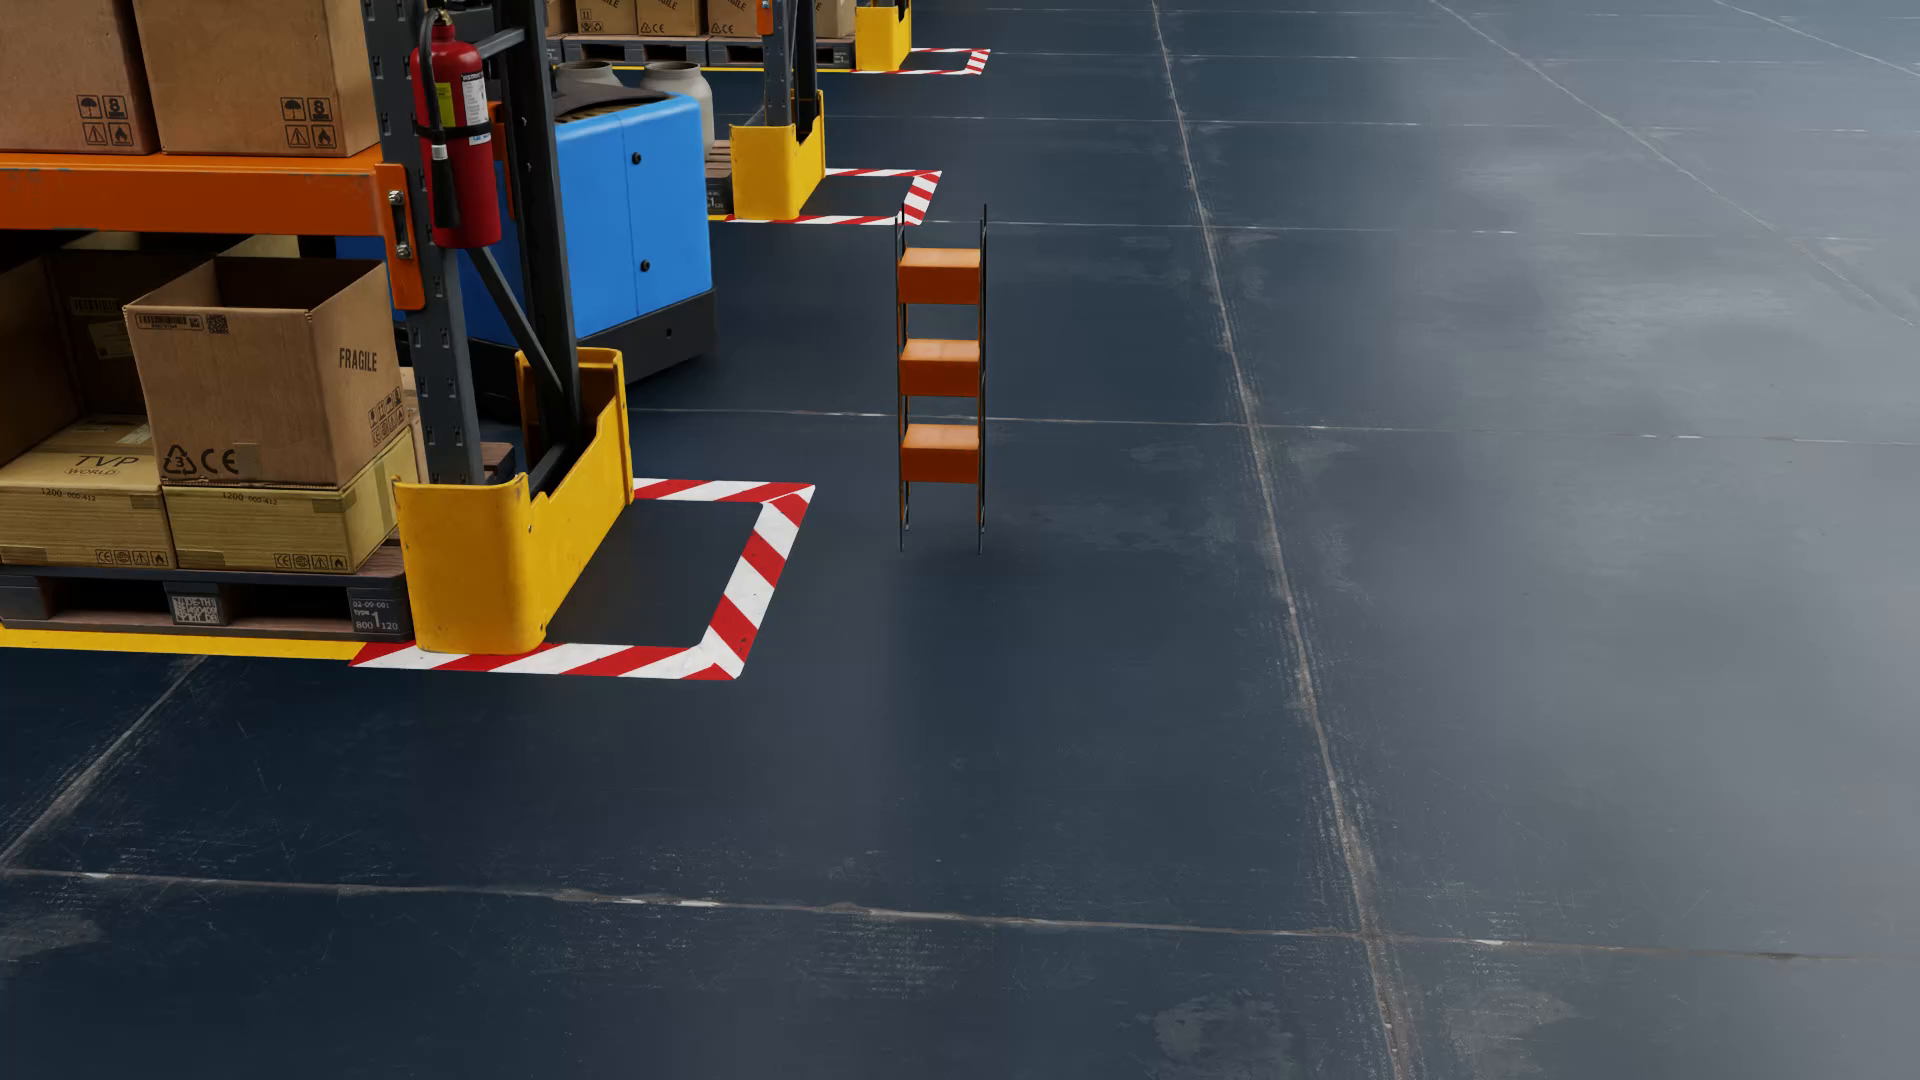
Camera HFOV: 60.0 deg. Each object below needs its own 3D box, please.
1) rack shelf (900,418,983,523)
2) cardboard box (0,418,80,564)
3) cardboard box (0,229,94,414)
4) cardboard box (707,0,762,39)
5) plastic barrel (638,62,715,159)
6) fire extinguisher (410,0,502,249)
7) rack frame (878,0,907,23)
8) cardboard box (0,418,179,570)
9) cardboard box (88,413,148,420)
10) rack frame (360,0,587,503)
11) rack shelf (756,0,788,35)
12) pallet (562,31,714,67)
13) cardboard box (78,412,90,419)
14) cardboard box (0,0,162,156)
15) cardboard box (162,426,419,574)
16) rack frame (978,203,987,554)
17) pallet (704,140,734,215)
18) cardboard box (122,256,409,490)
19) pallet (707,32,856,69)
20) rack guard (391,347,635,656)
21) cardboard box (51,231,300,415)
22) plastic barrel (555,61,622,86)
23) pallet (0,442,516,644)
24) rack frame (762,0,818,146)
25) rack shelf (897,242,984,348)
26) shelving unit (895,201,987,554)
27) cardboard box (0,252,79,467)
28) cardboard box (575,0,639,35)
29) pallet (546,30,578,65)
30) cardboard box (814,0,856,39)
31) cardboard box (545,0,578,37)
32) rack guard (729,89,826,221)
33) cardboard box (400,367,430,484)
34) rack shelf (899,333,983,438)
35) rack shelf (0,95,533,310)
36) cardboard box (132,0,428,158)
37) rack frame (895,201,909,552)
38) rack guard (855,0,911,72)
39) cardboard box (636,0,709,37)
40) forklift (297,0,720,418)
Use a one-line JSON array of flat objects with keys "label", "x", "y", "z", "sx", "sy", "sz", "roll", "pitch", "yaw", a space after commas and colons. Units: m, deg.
[{"label": "rack shelf", "x": -0.053, "y": -0.217, "z": 5.155, "sx": 0.240, "sy": 0.259, "sz": 0.215, "roll": 2, "pitch": 25, "yaw": 4}, {"label": "cardboard box", "x": -2.880, "y": -0.155, "z": 4.786, "sx": 0.500, "sy": 0.250, "sz": 0.500, "roll": 2, "pitch": 25, "yaw": 4}, {"label": "cardboard box", "x": -2.840, "y": -0.711, "z": 5.097, "sx": 0.500, "sy": 0.500, "sz": 0.500, "roll": 2, "pitch": 25, "yaw": 4}, {"label": "cardboard box", "x": -1.782, "y": -4.509, "z": 13.948, "sx": 0.500, "sy": 0.500, "sz": 0.500, "roll": 8, "pitch": 26, "yaw": 18}, {"label": "plastic barrel", "x": -1.604, "y": -2.407, "z": 9.367, "sx": 0.421, "sy": 0.512, "sz": 0.421, "roll": 0, "pitch": 25, "yaw": 0}, {"label": "fire extinguisher", "x": -1.242, "y": -1.061, "z": 4.059, "sx": 0.183, "sy": 0.674, "sz": 0.296, "roll": 2, "pitch": 25, "yaw": 4}, {"label": "rack frame", "x": -0.562, "y": -5.422, "z": 13.444, "sx": 0.127, "sy": 3.000, "sz": 1.000, "roll": 2, "pitch": 25, "yaw": 4}, {"label": "cardboard box", "x": -2.381, "y": -0.140, "z": 4.752, "sx": 0.500, "sy": 0.250, "sz": 0.500, "roll": 2, "pitch": 25, "yaw": 4}, {"label": "cardboard box", "x": -2.341, "y": -0.359, "z": 5.229, "sx": 0.500, "sy": 0.250, "sz": 0.500, "roll": 2, "pitch": 25, "yaw": 4}, {"label": "rack frame", "x": -1.324, "y": -1.293, "z": 4.472, "sx": 0.127, "sy": 3.000, "sz": 1.000, "roll": 2, "pitch": 25, "yaw": 4}, {"label": "rack shelf", "x": -2.936, "y": -3.095, "z": 9.248, "sx": 4.000, "sy": 0.370, "sz": 1.077, "roll": 2, "pitch": 25, "yaw": 4}, {"label": "pallet", "x": -2.659, "y": -4.238, "z": 14.208, "sx": 1.213, "sy": 0.211, "sz": 1.003, "roll": 2, "pitch": 25, "yaw": 4}, {"label": "cardboard box", "x": -2.839, "y": -0.375, "z": 5.264, "sx": 0.500, "sy": 0.250, "sz": 0.500, "roll": 2, "pitch": 25, "yaw": 4}, {"label": "cardboard box", "x": -2.313, "y": -1.374, "z": 4.527, "sx": 0.500, "sy": 0.500, "sz": 0.700, "roll": 2, "pitch": 25, "yaw": 5}, {"label": "cardboard box", "x": -1.882, "y": -0.129, "z": 4.728, "sx": 0.500, "sy": 0.250, "sz": 0.500, "roll": 2, "pitch": 25, "yaw": 4}, {"label": "rack frame", "x": 0.068, "y": -0.475, "z": 5.026, "sx": 0.008, "sy": 1.050, "sz": 0.200, "roll": 2, "pitch": 25, "yaw": 4}, {"label": "pallet", "x": -1.830, "y": -2.102, "z": 9.565, "sx": 1.213, "sy": 0.211, "sz": 1.003, "roll": 2, "pitch": 25, "yaw": 4}, {"label": "cardboard box", "x": -1.882, "y": -0.469, "z": 4.570, "sx": 0.500, "sy": 0.500, "sz": 0.500, "roll": 2, "pitch": 25, "yaw": 4}, {"label": "pallet", "x": -1.445, "y": -4.198, "z": 14.121, "sx": 1.213, "sy": 0.211, "sz": 1.003, "roll": 2, "pitch": 25, "yaw": 4}, {"label": "rack guard", "x": -1.300, "y": -0.157, "z": 4.993, "sx": 0.348, "sy": 0.500, "sz": 1.175, "roll": 2, "pitch": 25, "yaw": 4}, {"label": "cardboard box", "x": -2.341, "y": -0.701, "z": 5.074, "sx": 0.500, "sy": 0.500, "sz": 0.500, "roll": 2, "pitch": 25, "yaw": 4}, {"label": "plastic barrel", "x": -2.103, "y": -2.423, "z": 9.402, "sx": 0.421, "sy": 0.512, "sz": 0.421, "roll": 0, "pitch": 25, "yaw": 0}, {"label": "pallet", "x": -2.090, "y": -0.033, "z": 5.070, "sx": 1.213, "sy": 0.211, "sz": 1.003, "roll": 2, "pitch": 25, "yaw": 4}, {"label": "rack frame", "x": -0.941, "y": -3.357, "z": 8.958, "sx": 0.127, "sy": 3.000, "sz": 1.000, "roll": 2, "pitch": 25, "yaw": 4}, {"label": "rack shelf", "x": -0.053, "y": -0.727, "z": 4.920, "sx": 0.240, "sy": 0.259, "sz": 0.215, "roll": 2, "pitch": 25, "yaw": 4}, {"label": "shelving unit", "x": -0.053, "y": -0.479, "z": 5.034, "sx": 0.252, "sy": 1.050, "sz": 0.215, "roll": 2, "pitch": 25, "yaw": 4}, {"label": "cardboard box", "x": -2.880, "y": -0.494, "z": 4.626, "sx": 0.500, "sy": 0.500, "sz": 0.500, "roll": 2, "pitch": 25, "yaw": 4}, {"label": "cardboard box", "x": -2.958, "y": -4.573, "z": 14.088, "sx": 0.500, "sy": 0.500, "sz": 0.500, "roll": 0, "pitch": 25, "yaw": -1}, {"label": "pallet", "x": -3.878, "y": -4.276, "z": 14.291, "sx": 1.213, "sy": 0.211, "sz": 1.003, "roll": 2, "pitch": 25, "yaw": 4}, {"label": "cardboard box", "x": -1.184, "y": -4.504, "z": 13.938, "sx": 0.500, "sy": 0.500, "sz": 0.500, "roll": 6, "pitch": 25, "yaw": 14}, {"label": "cardboard box", "x": -3.583, "y": -4.560, "z": 14.060, "sx": 0.500, "sy": 0.500, "sz": 0.500, "roll": 10, "pitch": 27, "yaw": 21}, {"label": "rack guard", "x": -1.021, "y": -2.205, "z": 9.443, "sx": 0.348, "sy": 0.500, "sz": 1.175, "roll": 2, "pitch": 25, "yaw": 4}, {"label": "cardboard box", "x": -1.842, "y": -0.345, "z": 5.198, "sx": 0.500, "sy": 0.250, "sz": 0.500, "roll": 2, "pitch": 25, "yaw": 4}, {"label": "rack shelf", "x": -0.053, "y": -0.469, "z": 5.039, "sx": 0.240, "sy": 0.259, "sz": 0.215, "roll": 2, "pitch": 25, "yaw": 4}, {"label": "rack shelf", "x": -3.319, "y": -1.030, "z": 4.761, "sx": 4.000, "sy": 0.370, "sz": 1.077, "roll": 2, "pitch": 25, "yaw": 4}, {"label": "cardboard box", "x": -1.789, "y": -1.359, "z": 4.495, "sx": 0.500, "sy": 0.500, "sz": 0.700, "roll": 2, "pitch": 25, "yaw": 4}, {"label": "rack frame", "x": -0.175, "y": -0.483, "z": 5.043, "sx": 0.008, "sy": 1.050, "sz": 0.200, "roll": 2, "pitch": 25, "yaw": 4}, {"label": "rack guard", "x": -0.638, "y": -4.289, "z": 13.972, "sx": 0.348, "sy": 0.500, "sz": 1.175, "roll": 2, "pitch": 25, "yaw": 4}, {"label": "cardboard box", "x": -2.405, "y": -4.537, "z": 14.009, "sx": 0.500, "sy": 0.500, "sz": 0.500, "roll": 4, "pitch": 25, "yaw": 9}, {"label": "forklift", "x": -2.512, "y": -2.227, "z": 6.584, "sx": 3.031, "sy": 2.935, "sz": 1.130, "roll": 14, "pitch": 28, "yaw": 28}]
